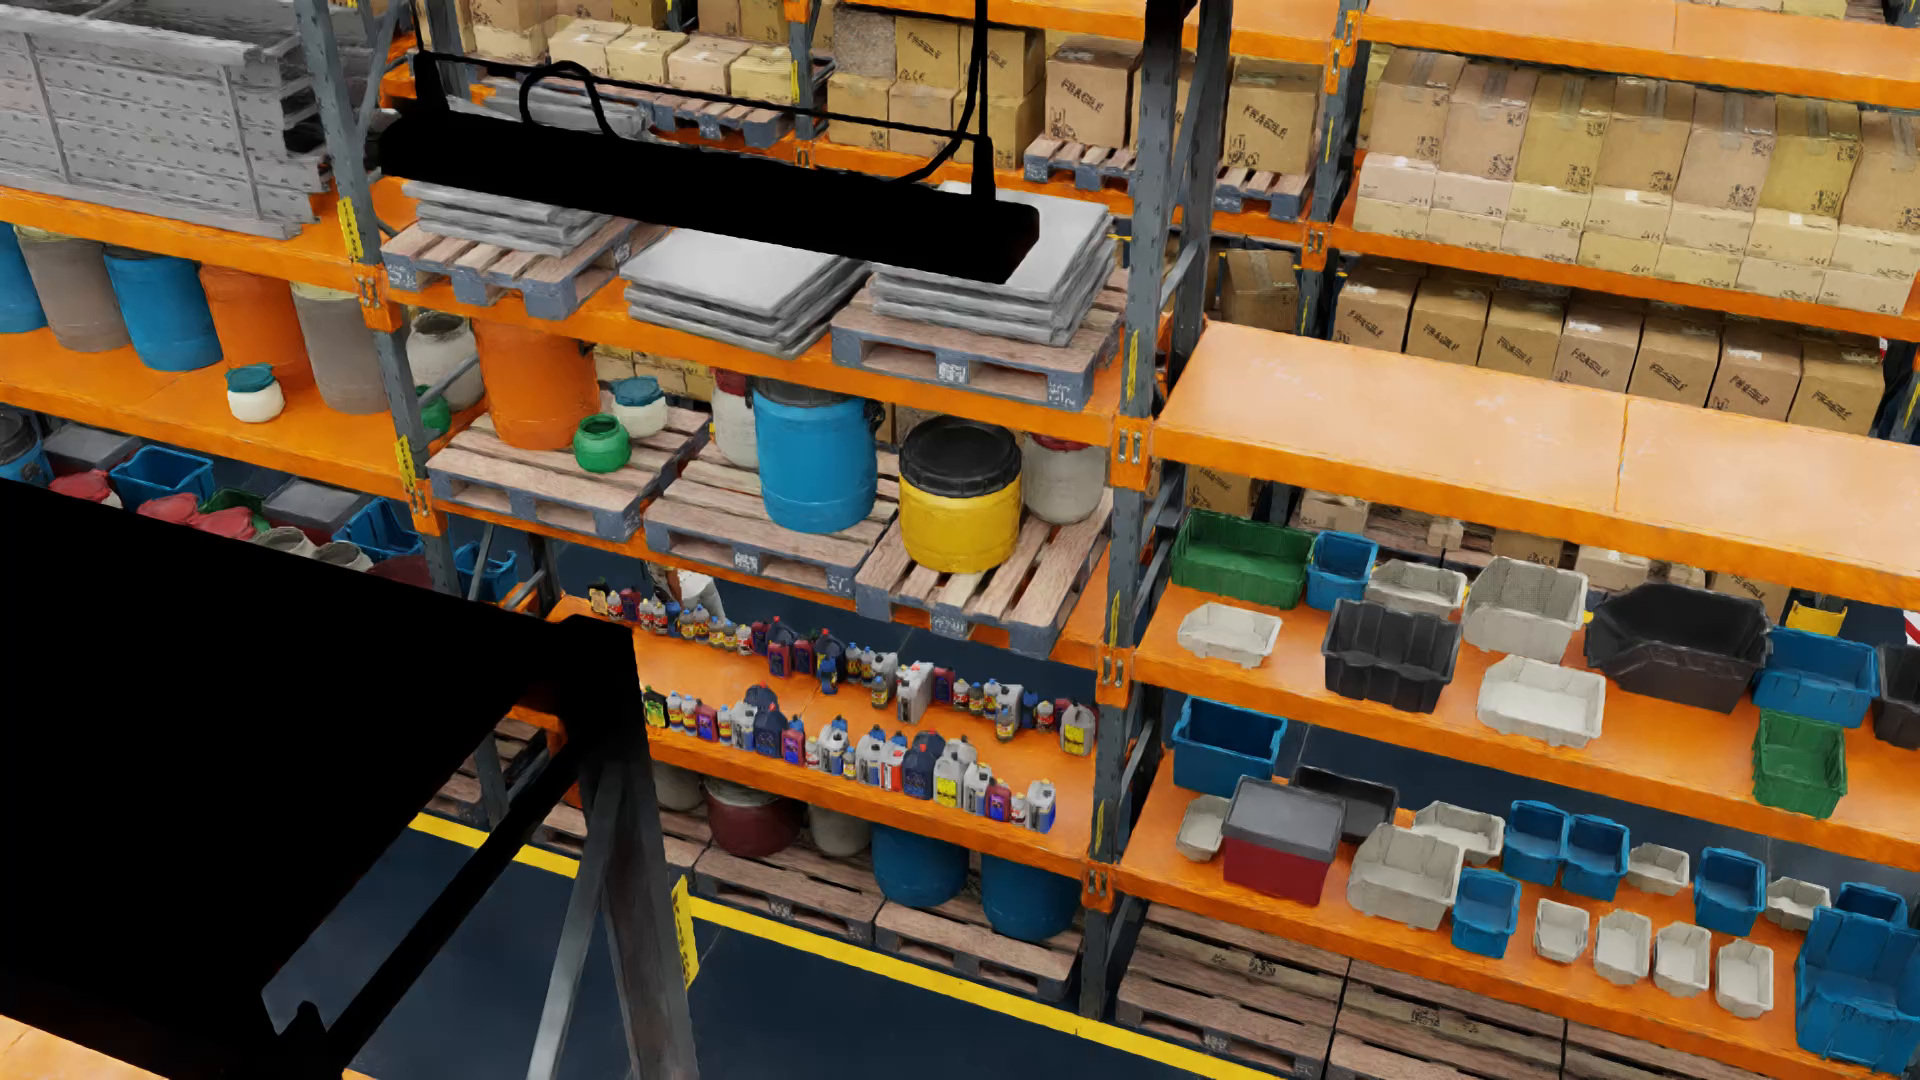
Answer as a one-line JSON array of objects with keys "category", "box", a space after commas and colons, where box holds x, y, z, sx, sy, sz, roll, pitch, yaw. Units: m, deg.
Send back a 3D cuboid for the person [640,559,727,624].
[{"category": "person", "box": [-1.974, 0.294, 11.636, 1.078, 1.578, 0.499, 15, 39, 20]}]
